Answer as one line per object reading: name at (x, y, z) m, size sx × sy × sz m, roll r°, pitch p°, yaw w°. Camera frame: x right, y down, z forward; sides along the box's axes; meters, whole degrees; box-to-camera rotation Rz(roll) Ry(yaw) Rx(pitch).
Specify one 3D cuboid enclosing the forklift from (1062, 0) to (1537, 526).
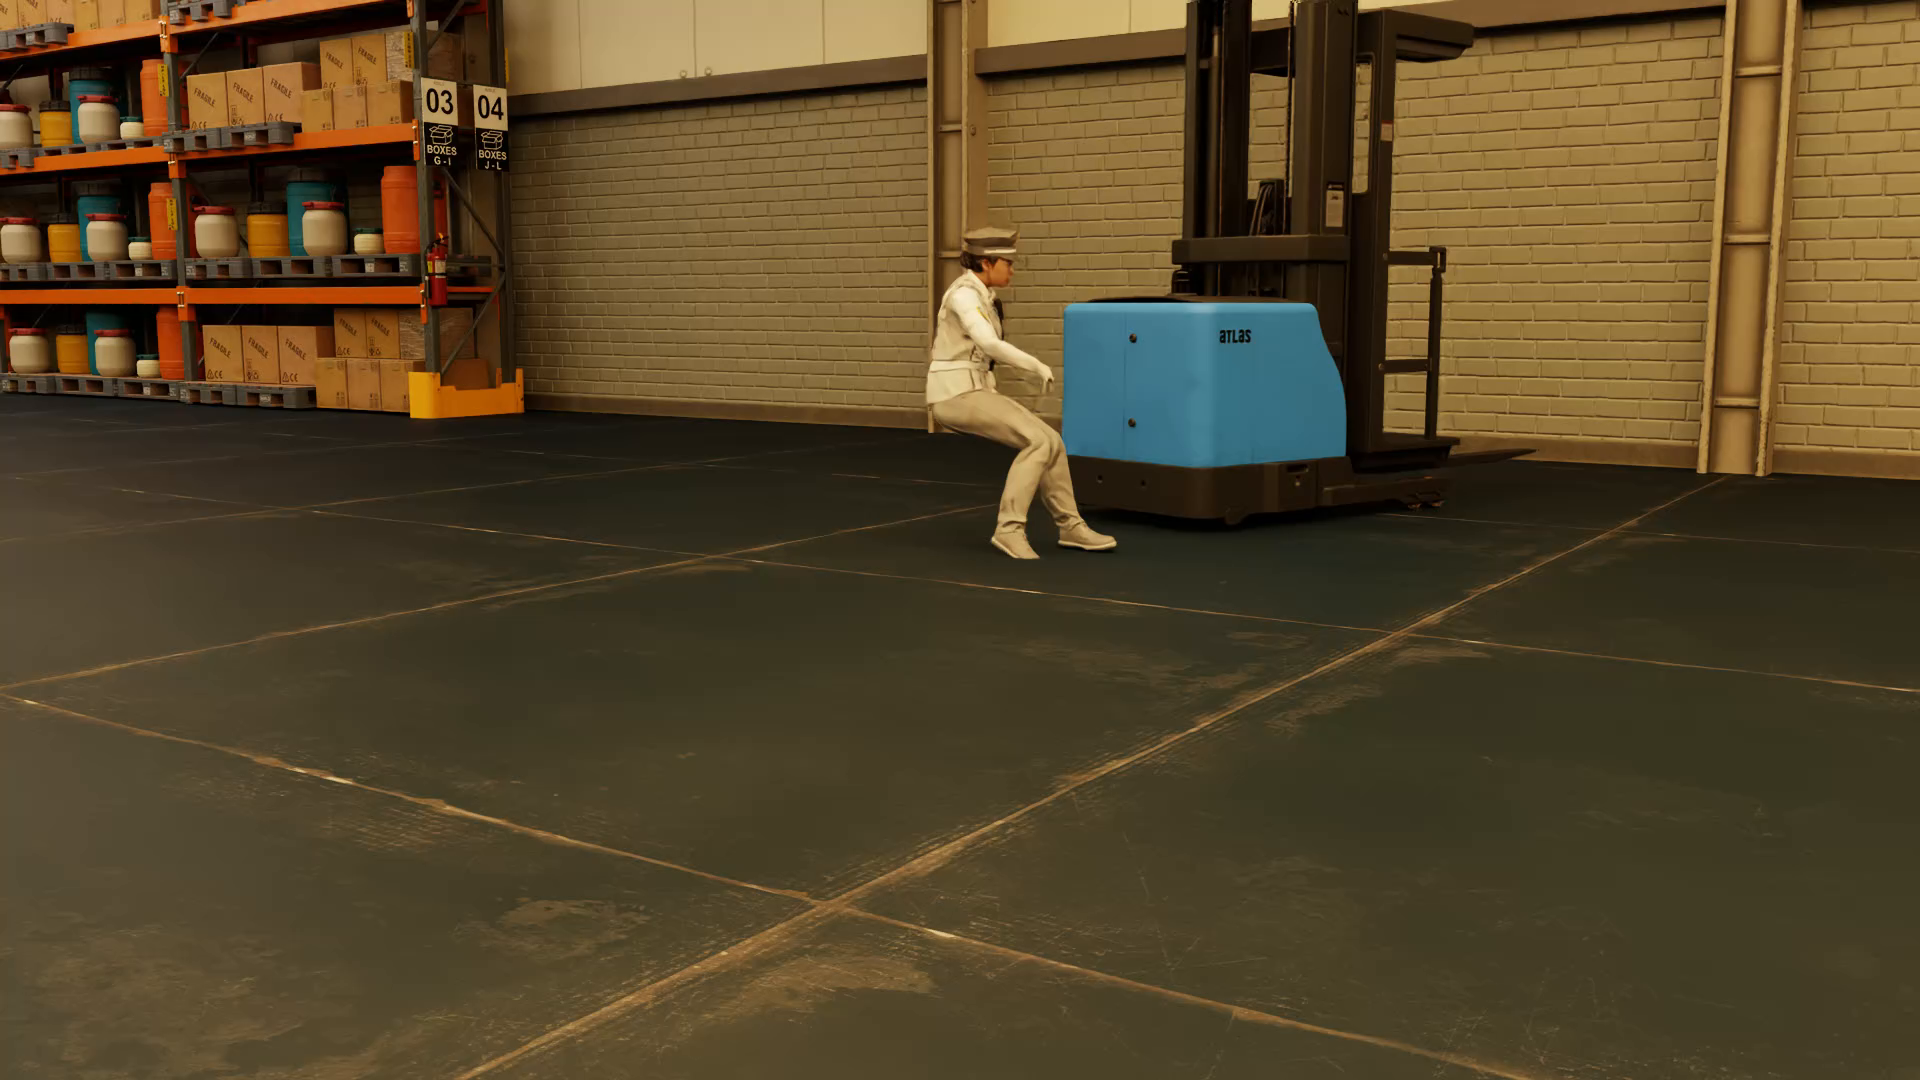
forklift at (1.978, -1.661, 8.871) m, size 3.031 × 2.935 × 1.130 m, roll -6°, pitch 10°, yaw -38°

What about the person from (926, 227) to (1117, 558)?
person at (0.276, -0.635, 7.334) m, size 0.855 × 1.466 × 0.745 m, roll 1°, pitch 8°, yaw 8°
